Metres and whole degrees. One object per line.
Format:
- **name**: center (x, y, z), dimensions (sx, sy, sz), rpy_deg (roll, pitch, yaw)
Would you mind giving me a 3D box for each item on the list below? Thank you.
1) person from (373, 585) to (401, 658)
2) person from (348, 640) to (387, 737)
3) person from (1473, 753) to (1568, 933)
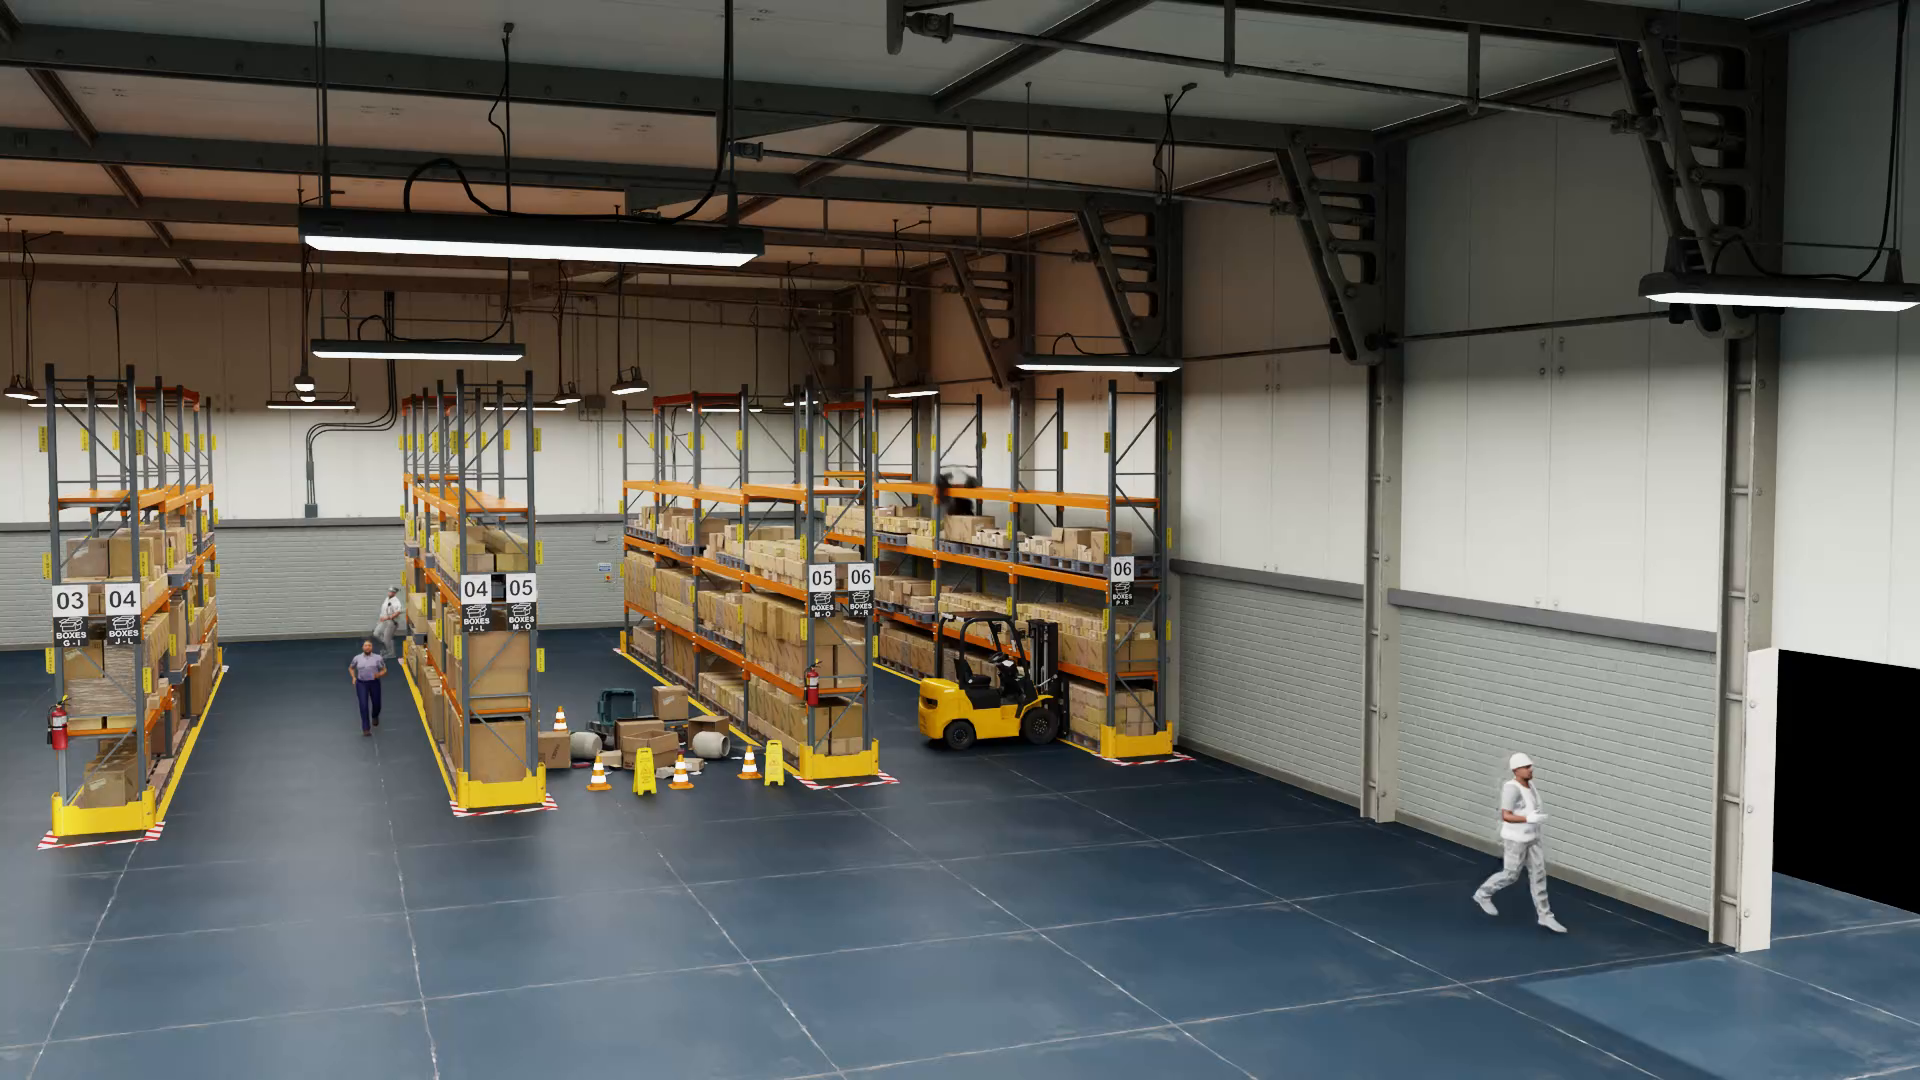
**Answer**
- **person**: center (-13.200, 1.895, 38.389), dimensions (0.680, 1.710, 0.608), rpy_deg (2, 4, 36)
- **person**: center (-10.182, 2.529, 28.602), dimensions (0.620, 1.601, 0.803), rpy_deg (-1, 4, -21)
- **person**: center (5.768, 3.081, 17.118), dimensions (0.682, 1.787, 0.978), rpy_deg (-3, 5, -44)
